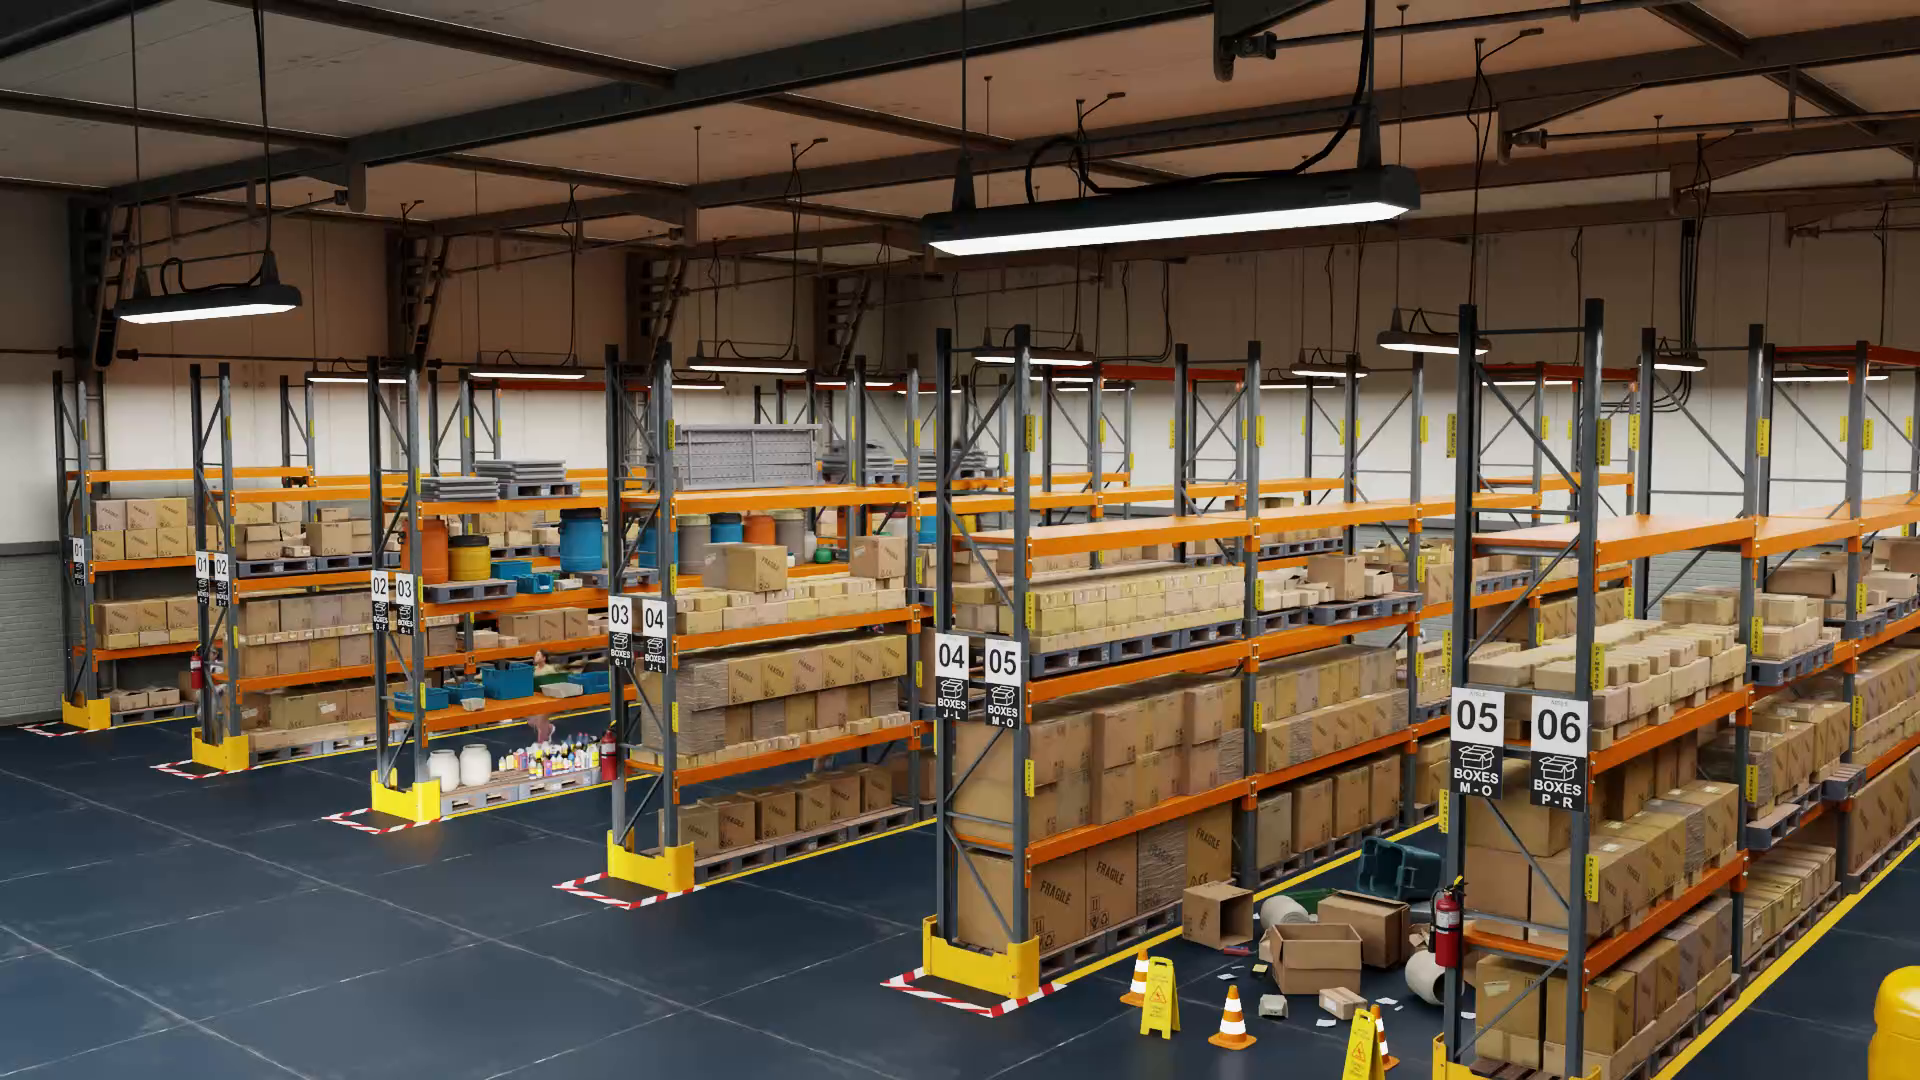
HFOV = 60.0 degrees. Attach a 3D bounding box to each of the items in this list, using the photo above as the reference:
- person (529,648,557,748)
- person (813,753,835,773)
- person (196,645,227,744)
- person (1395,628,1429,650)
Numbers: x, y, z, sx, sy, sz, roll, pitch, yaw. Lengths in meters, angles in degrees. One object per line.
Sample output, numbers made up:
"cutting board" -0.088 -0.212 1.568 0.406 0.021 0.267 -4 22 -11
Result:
"person" -6.430 2.496 25.811 0.574 1.639 0.585 3 5 32
"person" -1.988 2.578 23.984 0.647 1.719 0.943 2 5 25
"person" -11.815 2.446 26.334 0.612 1.630 0.542 2 4 22
"person" 8.268 2.170 30.212 0.596 1.681 0.645 -1 4 -17
